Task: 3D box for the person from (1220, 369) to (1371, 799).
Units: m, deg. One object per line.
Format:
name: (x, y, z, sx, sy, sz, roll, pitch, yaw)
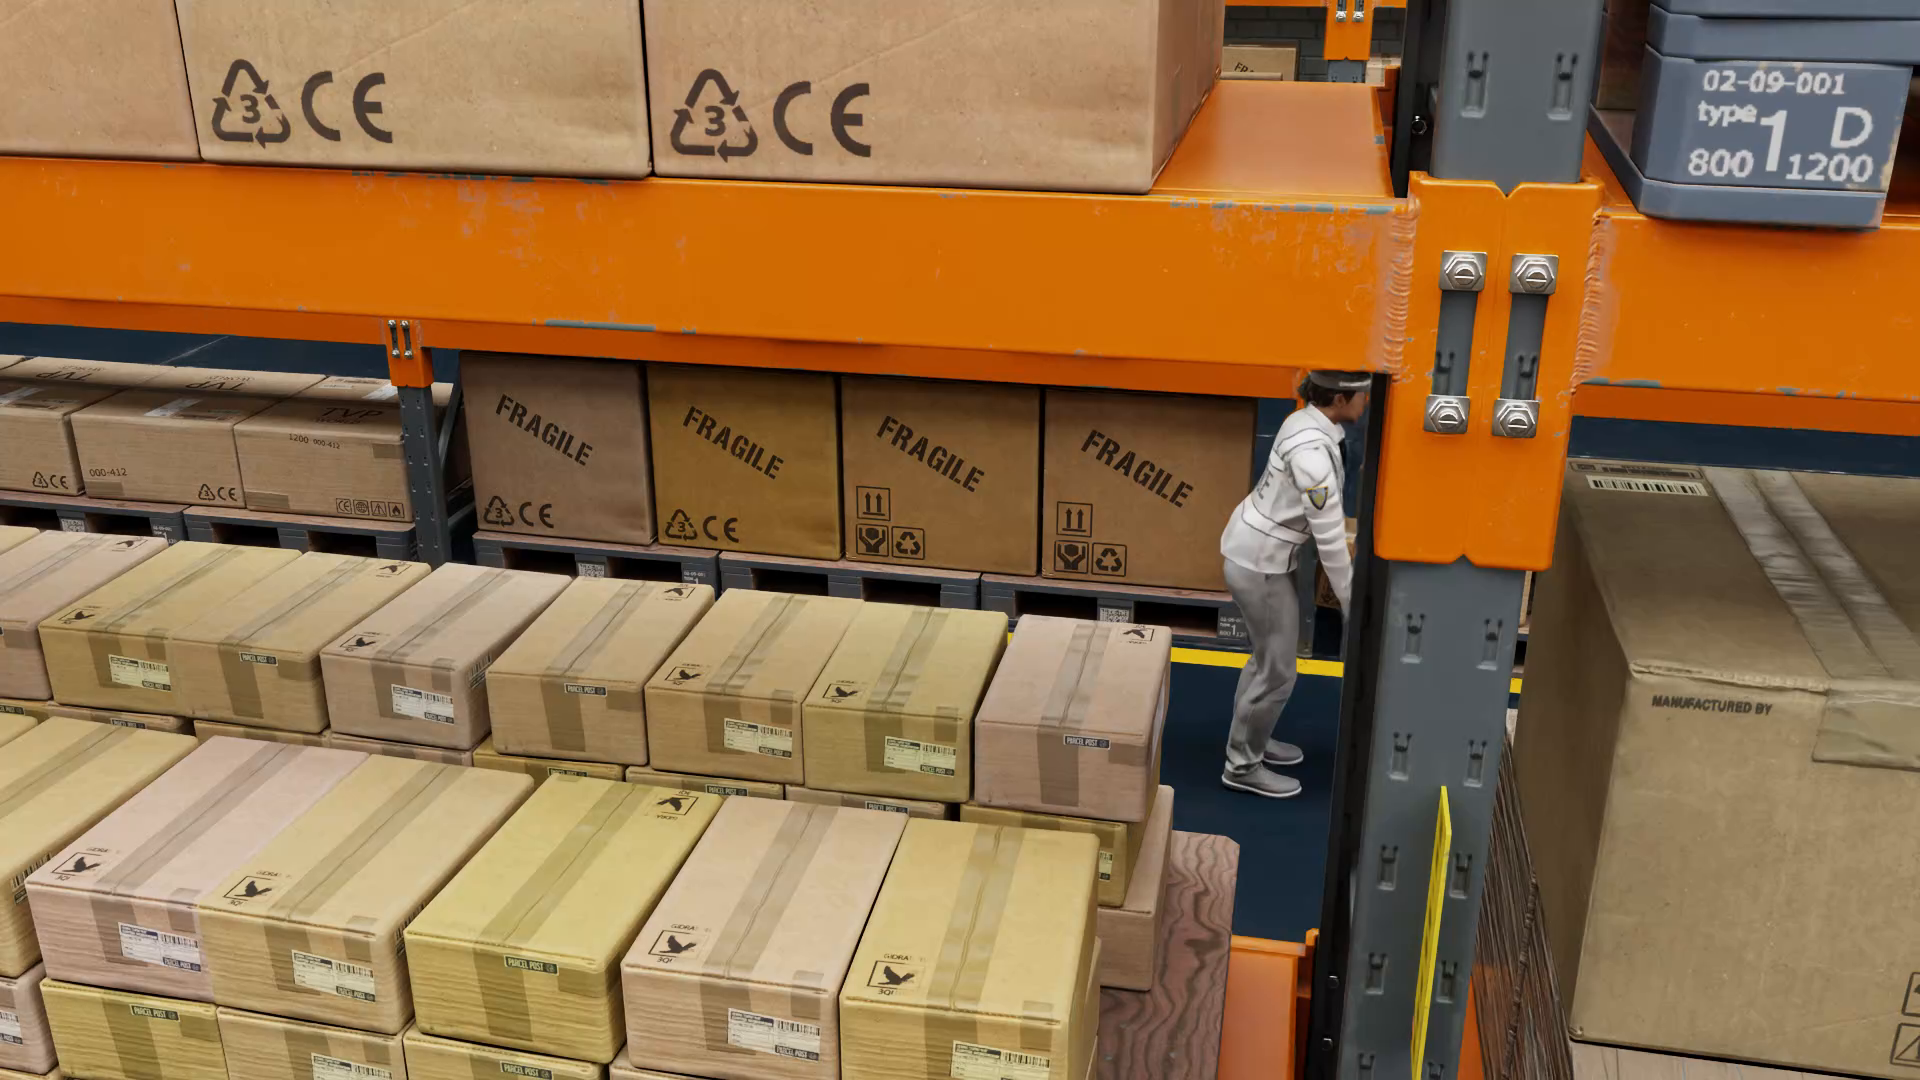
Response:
person: (1.194, 0.113, 5.859, 0.560, 1.630, 0.411, 4, 22, 10)
